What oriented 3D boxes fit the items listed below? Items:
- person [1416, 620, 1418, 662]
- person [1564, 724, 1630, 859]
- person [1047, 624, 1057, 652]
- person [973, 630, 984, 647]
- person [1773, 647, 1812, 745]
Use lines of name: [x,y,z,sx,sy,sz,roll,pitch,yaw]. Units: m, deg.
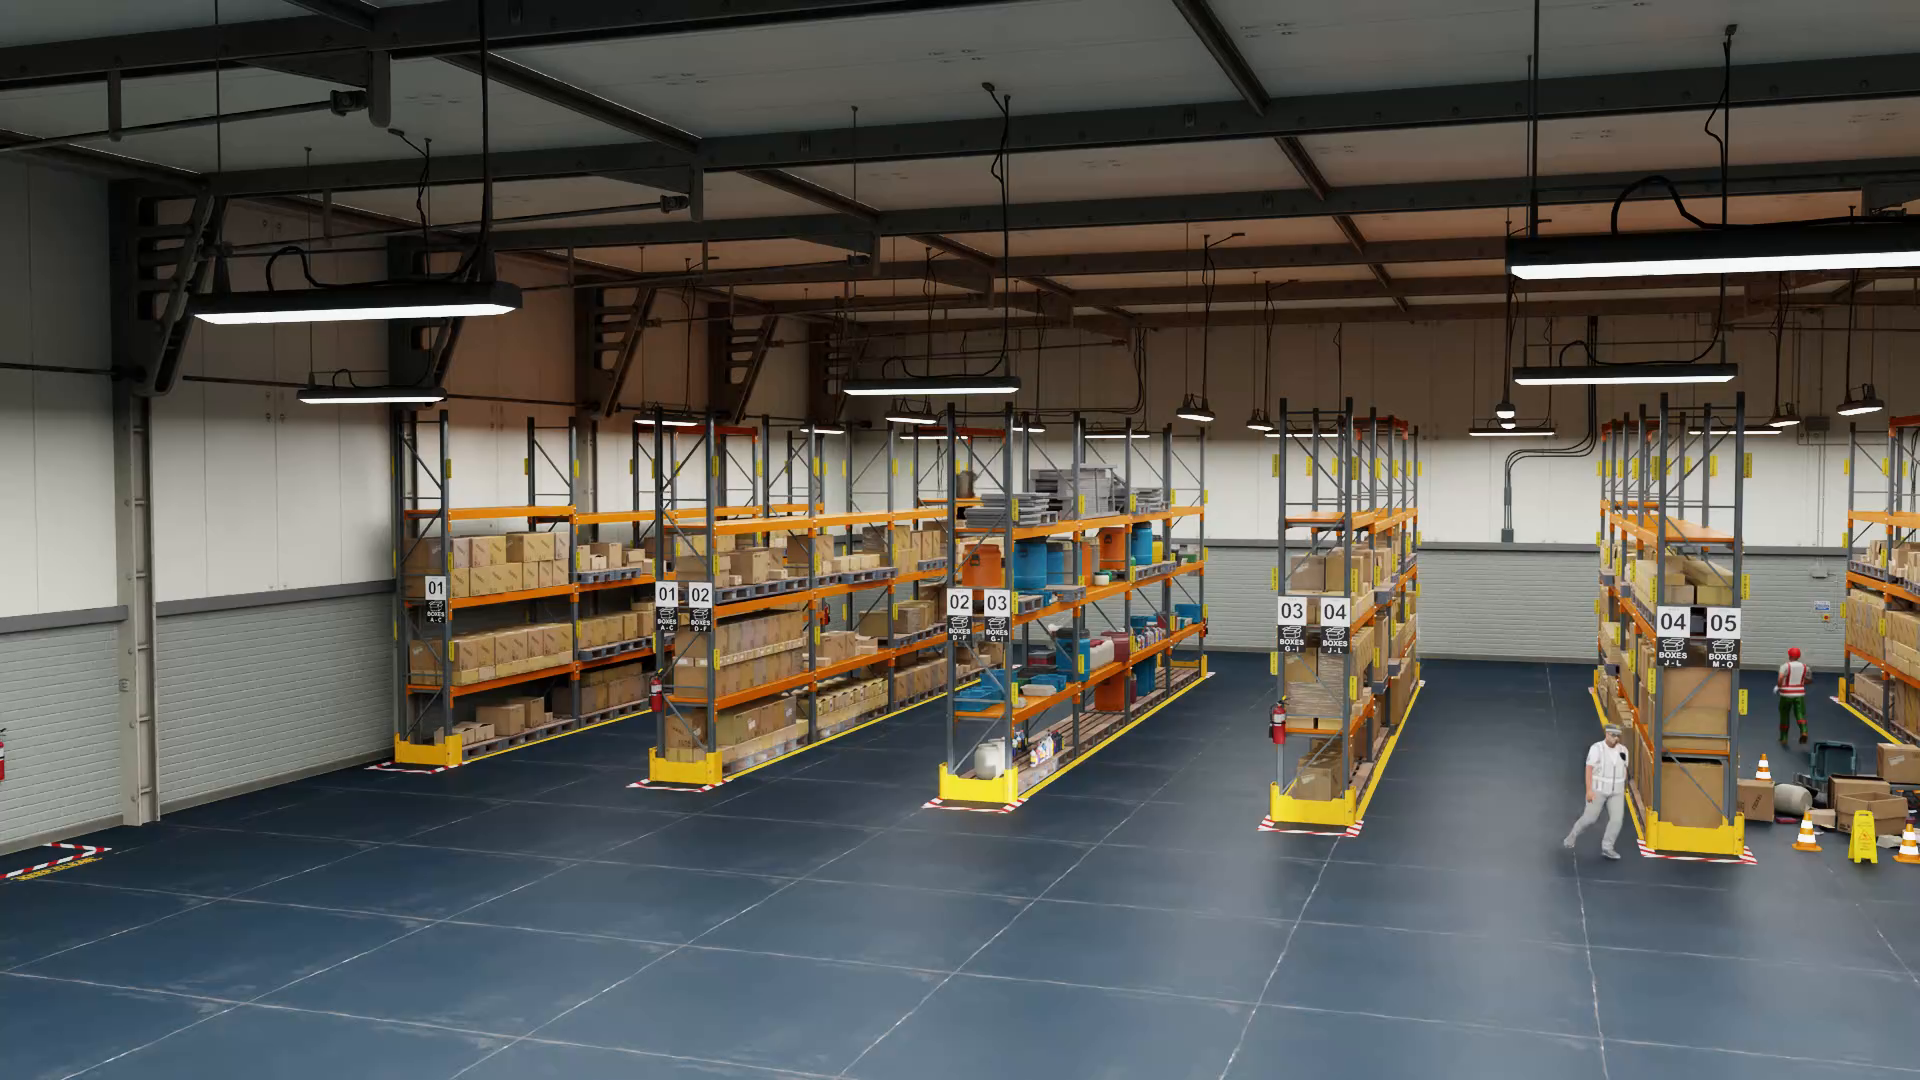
person: [10.624,2.443,39.910,0.820,1.742,0.732,-1,3,-24]
person: [8.233,3.200,21.452,0.698,1.724,0.645,0,2,-3]
person: [2.246,2.638,37.535,0.668,1.561,1.168,2,3,37]
person: [0.582,2.348,42.898,0.877,1.678,0.558,0,2,6]
person: [14.982,2.805,29.905,0.656,1.765,1.000,0,2,10]
